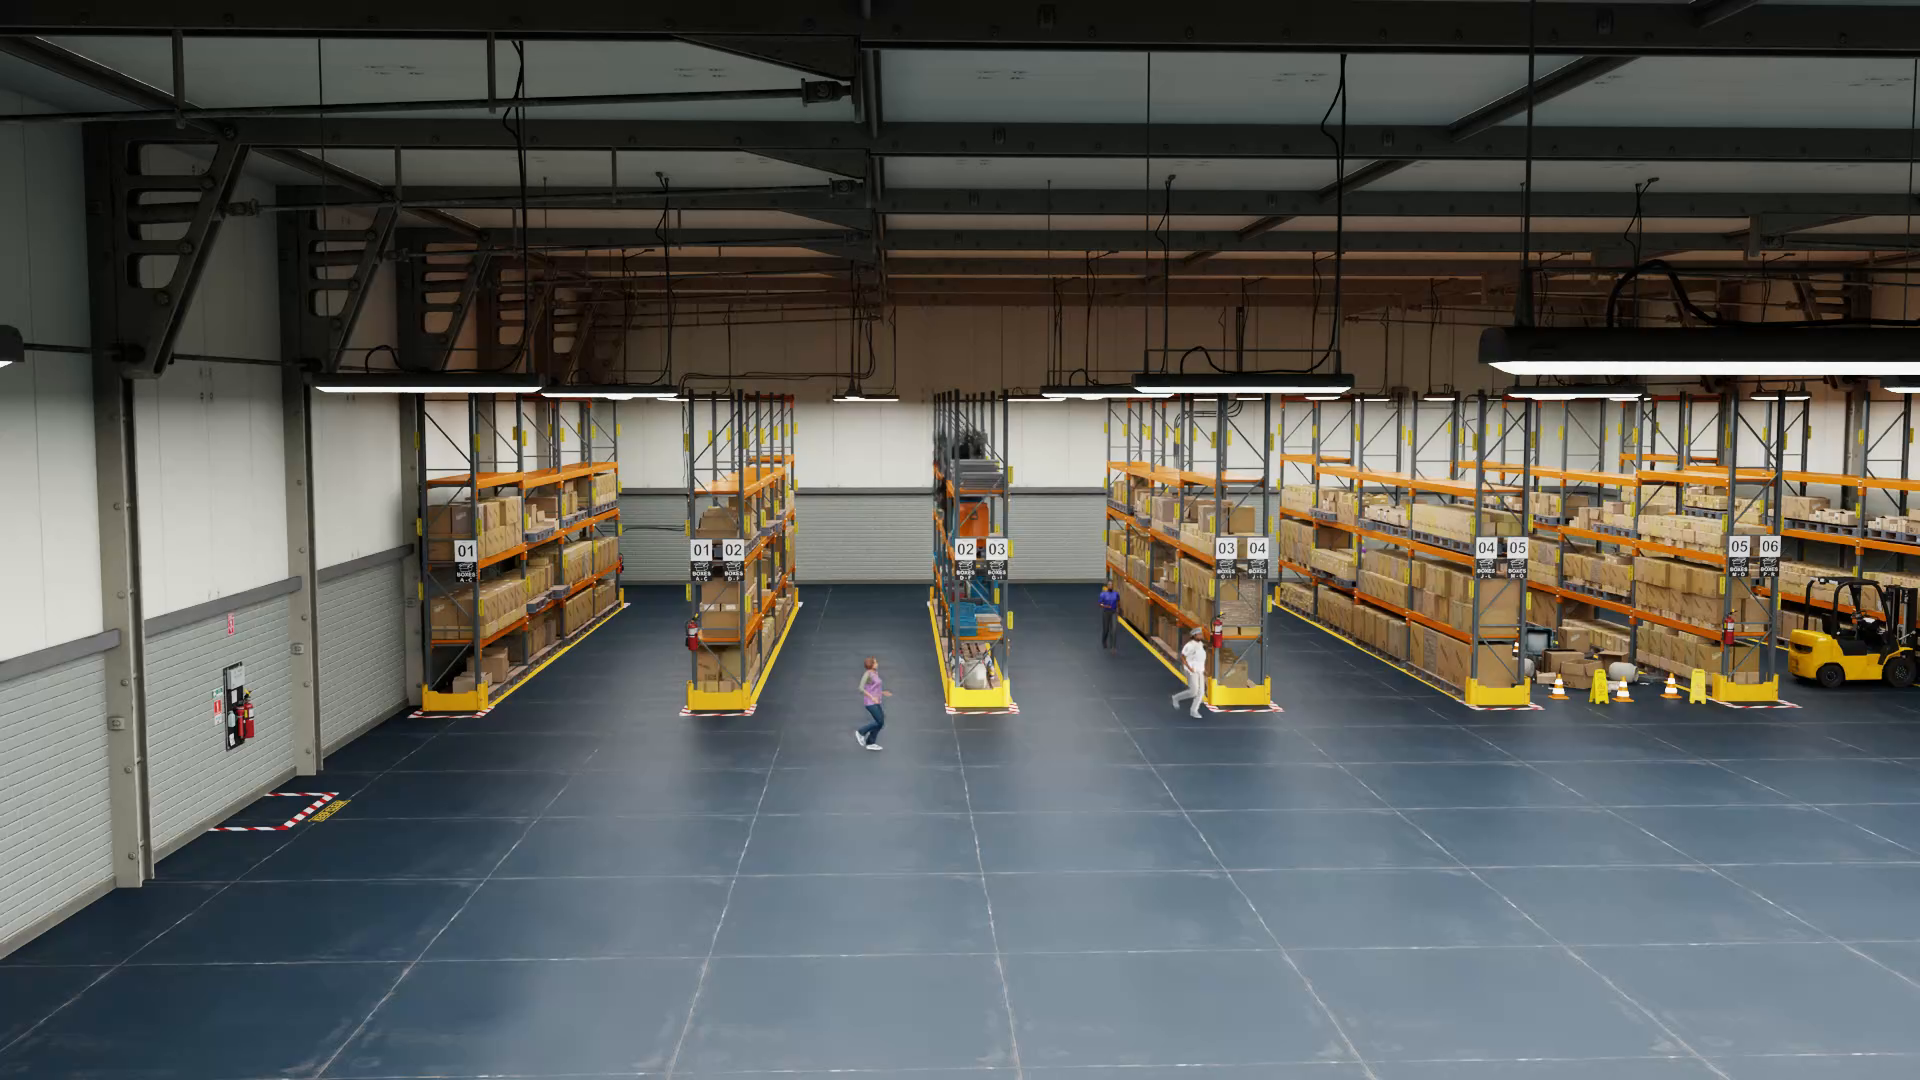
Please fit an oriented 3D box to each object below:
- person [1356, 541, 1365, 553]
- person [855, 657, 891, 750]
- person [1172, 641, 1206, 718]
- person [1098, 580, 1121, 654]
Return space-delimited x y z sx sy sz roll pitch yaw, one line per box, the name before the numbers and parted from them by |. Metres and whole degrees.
person | 11.803 0.798 49.235 0.781 1.649 0.719 0 5 4
person | -1.440 2.705 27.509 0.557 1.550 0.535 1 5 16
person | 4.288 2.541 30.604 0.514 1.379 0.678 -4 6 -43
person | 3.456 1.748 38.314 0.586 1.645 0.891 -1 5 -7
